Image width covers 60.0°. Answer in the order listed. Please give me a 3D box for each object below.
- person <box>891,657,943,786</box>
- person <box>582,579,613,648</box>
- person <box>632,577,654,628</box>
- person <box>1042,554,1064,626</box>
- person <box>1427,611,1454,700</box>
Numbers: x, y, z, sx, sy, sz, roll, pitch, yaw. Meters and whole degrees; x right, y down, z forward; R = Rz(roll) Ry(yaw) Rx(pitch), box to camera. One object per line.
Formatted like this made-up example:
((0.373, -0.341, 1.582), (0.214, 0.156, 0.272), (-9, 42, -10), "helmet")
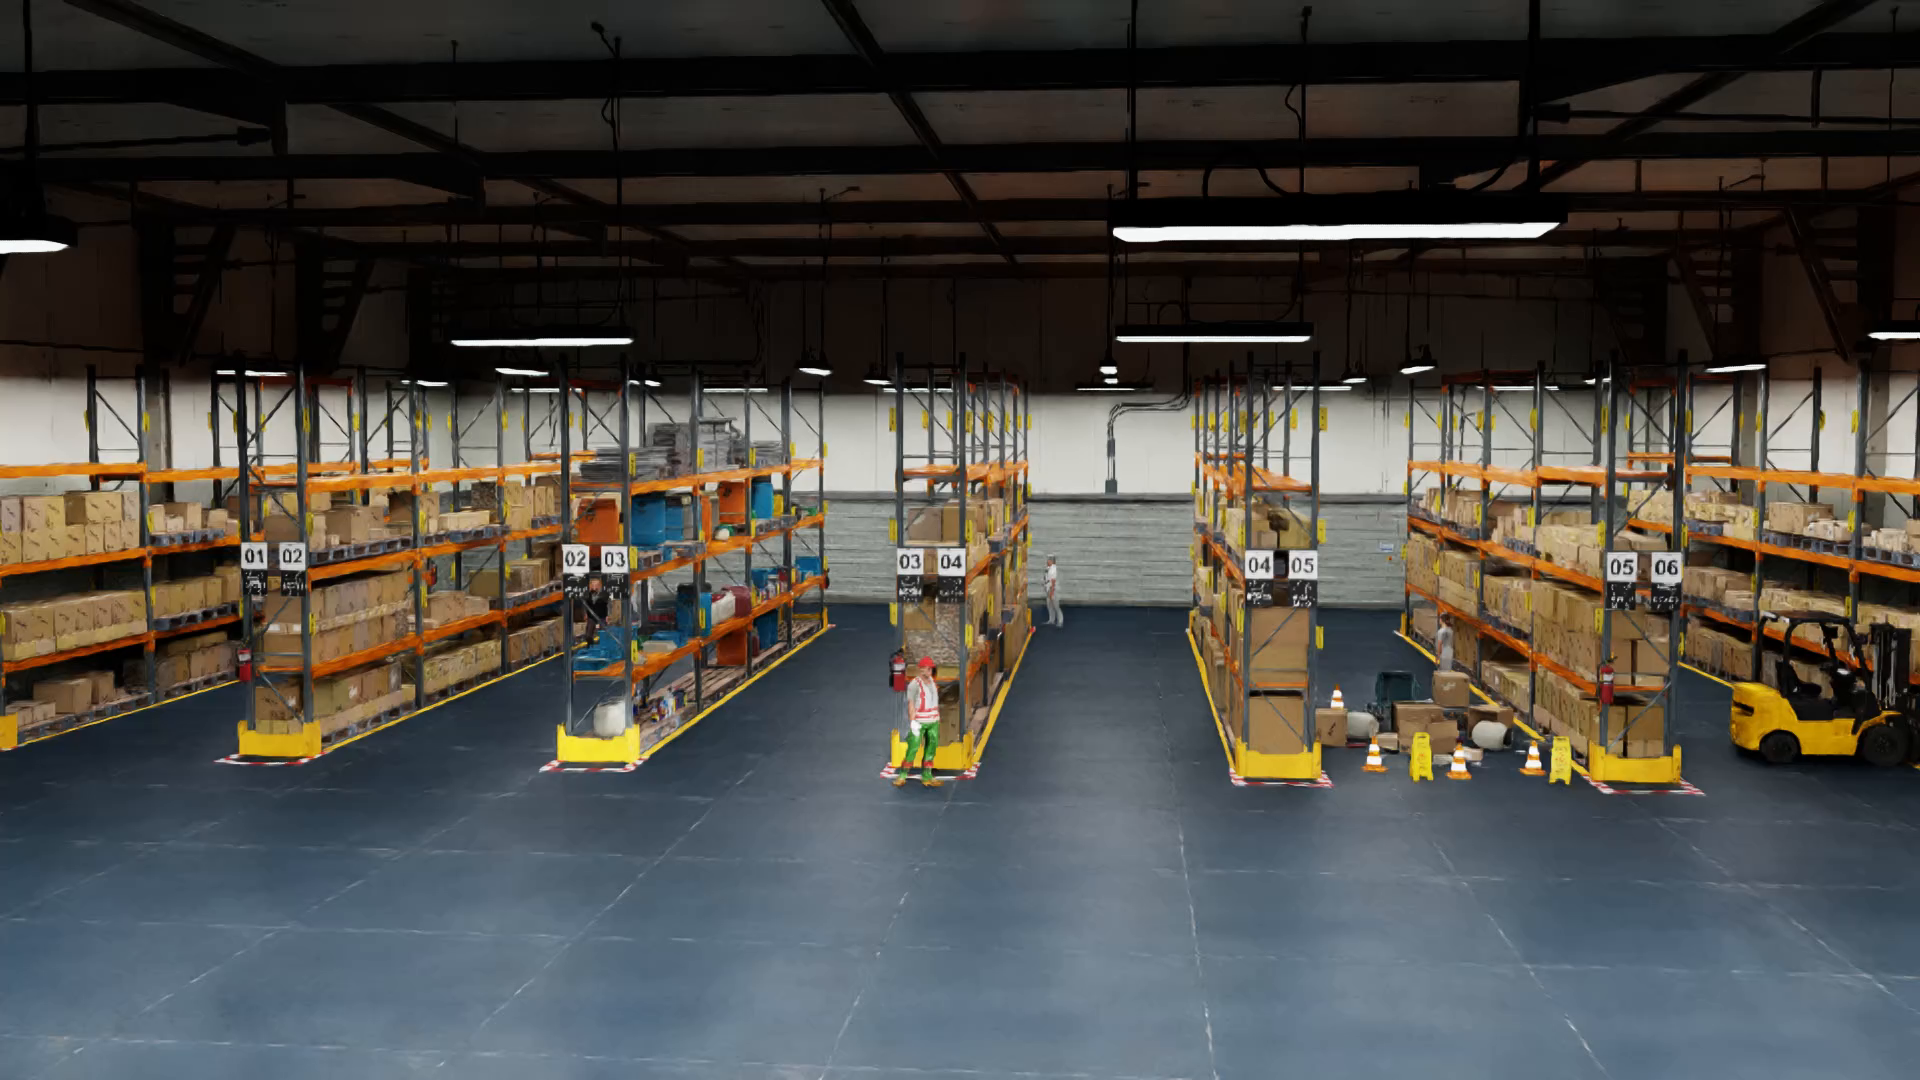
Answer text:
((-0.587, 2.496, 22.789), (0.712, 1.788, 0.487), (-3, 5, -40), "person")
((-7.722, 1.660, 35.412), (0.677, 1.671, 0.534), (0, 4, 4), "person")
((-7.488, 1.375, 38.858), (0.598, 1.698, 1.194), (1, 4, 8), "person")
((2.286, 1.227, 40.758), (0.510, 1.758, 0.618), (0, 4, -2), "person")
((8.475, 2.076, 29.219), (0.577, 1.665, 0.560), (2, 5, 31), "person")
